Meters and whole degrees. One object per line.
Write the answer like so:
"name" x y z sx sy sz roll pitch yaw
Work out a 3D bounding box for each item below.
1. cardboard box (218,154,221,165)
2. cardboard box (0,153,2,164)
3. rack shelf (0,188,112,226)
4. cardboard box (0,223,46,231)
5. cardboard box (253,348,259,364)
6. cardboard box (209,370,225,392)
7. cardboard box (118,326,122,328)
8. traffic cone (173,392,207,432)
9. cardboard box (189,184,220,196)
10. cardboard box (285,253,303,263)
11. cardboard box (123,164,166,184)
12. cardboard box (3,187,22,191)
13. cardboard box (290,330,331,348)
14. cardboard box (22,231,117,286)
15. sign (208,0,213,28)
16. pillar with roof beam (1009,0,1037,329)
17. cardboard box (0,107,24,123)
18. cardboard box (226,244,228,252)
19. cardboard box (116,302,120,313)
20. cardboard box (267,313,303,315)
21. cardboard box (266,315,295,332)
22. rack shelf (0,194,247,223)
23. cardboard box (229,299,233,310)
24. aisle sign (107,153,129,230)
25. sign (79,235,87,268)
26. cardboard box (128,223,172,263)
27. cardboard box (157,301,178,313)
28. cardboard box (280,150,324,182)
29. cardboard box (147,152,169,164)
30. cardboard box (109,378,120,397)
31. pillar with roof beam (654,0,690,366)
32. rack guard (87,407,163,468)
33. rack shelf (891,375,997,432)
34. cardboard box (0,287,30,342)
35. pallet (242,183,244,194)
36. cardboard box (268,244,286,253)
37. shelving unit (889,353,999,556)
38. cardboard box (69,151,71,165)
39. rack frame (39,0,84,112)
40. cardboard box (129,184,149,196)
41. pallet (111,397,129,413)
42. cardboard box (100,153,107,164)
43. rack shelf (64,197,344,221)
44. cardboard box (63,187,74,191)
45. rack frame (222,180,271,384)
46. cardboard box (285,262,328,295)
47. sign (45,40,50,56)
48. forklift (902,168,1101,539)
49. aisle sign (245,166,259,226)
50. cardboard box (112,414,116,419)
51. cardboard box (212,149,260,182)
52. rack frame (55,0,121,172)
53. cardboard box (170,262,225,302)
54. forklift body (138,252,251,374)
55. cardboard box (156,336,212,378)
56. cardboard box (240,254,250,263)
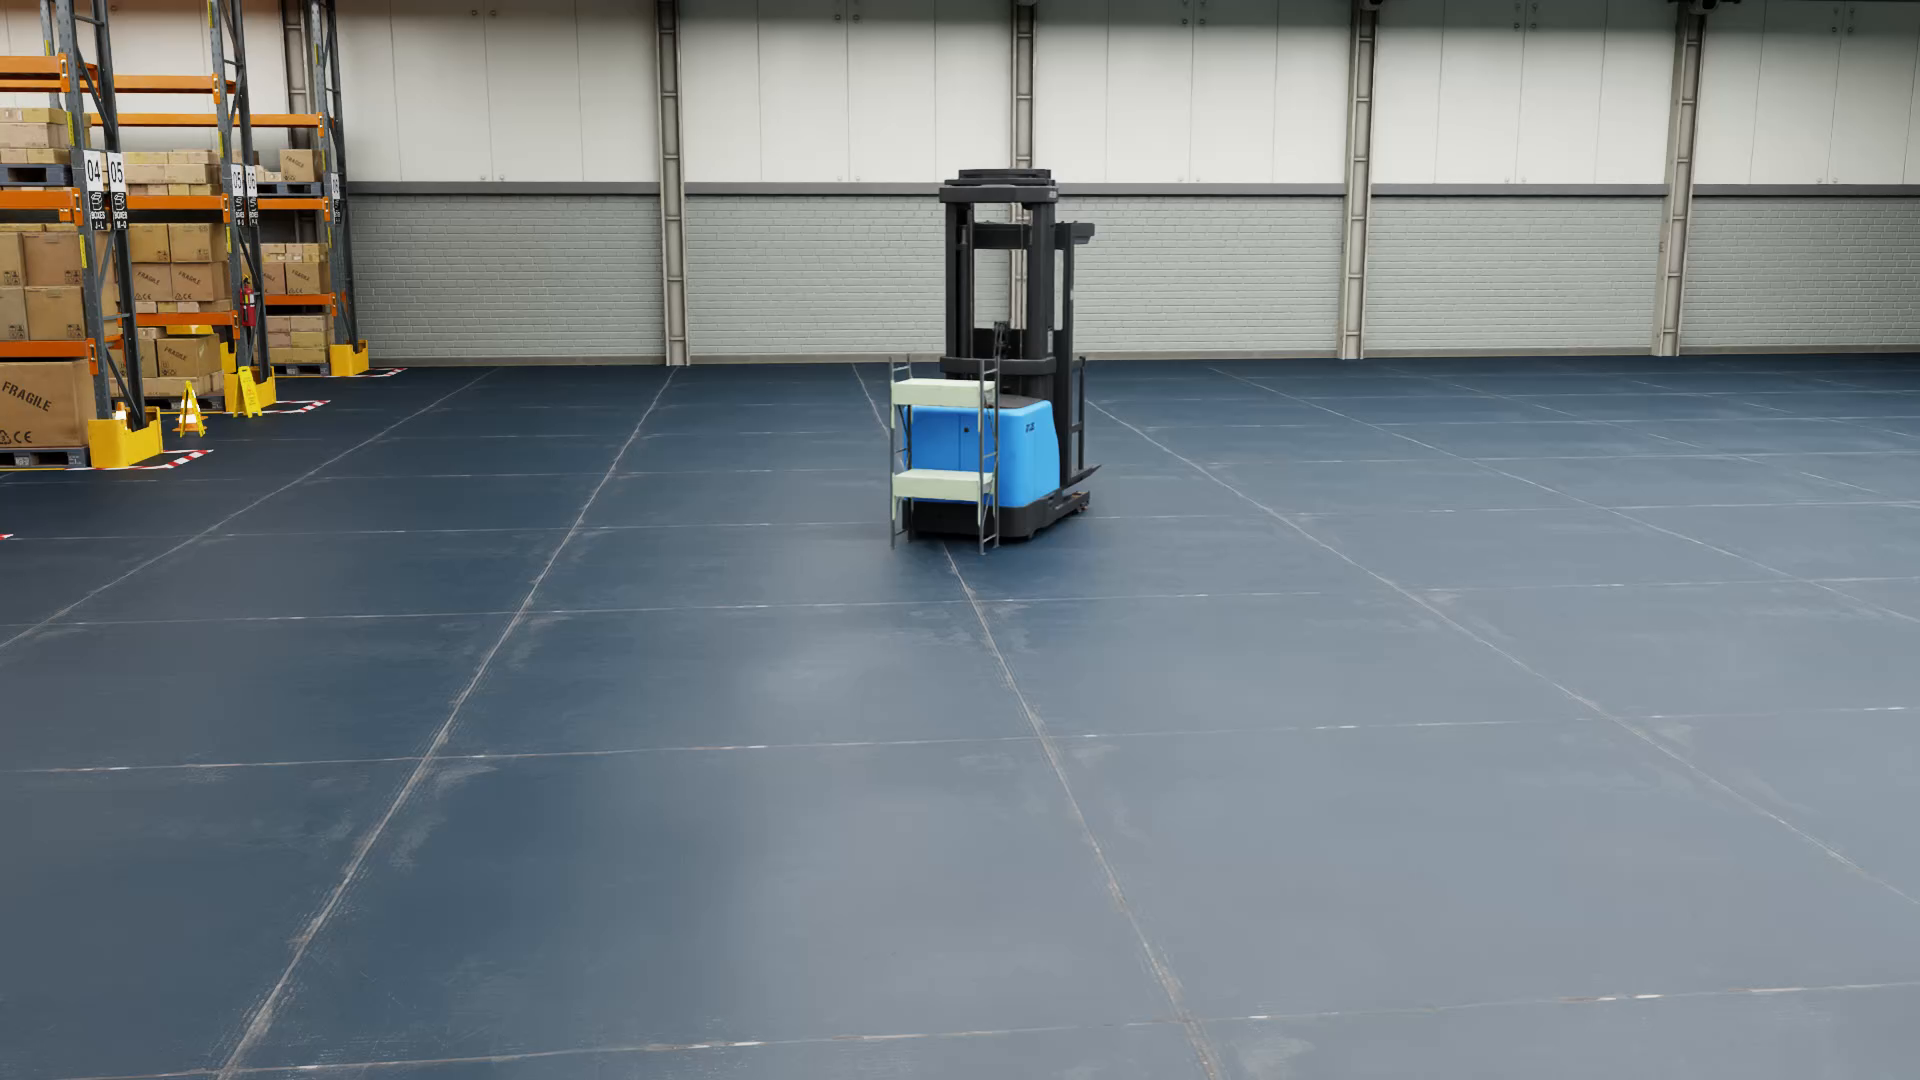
"cardboard box" -9.890 -5.044 22.057 0.250 0.149 0.380 -1 11 -6
"cardboard box" -9.680 -3.846 16.685 0.250 0.149 0.380 -1 11 -5
"rack shelf" -10.868 -3.402 16.988 4.000 0.370 1.077 -1 11 -6
"cardboard box" -12.018 -3.854 21.574 0.500 0.500 0.700 -1 11 -7
"cardboard box" -11.481 -2.994 26.858 0.500 0.250 0.500 -1 11 -5
"cardboard box" -10.347 -2.166 22.647 0.500 0.250 0.500 -1 11 -7
"cardboard box" -11.153 -2.719 21.834 0.250 0.149 0.380 -1 11 -4
"traffic cone" -9.345 -1.566 20.132 0.334 0.463 0.336 -1 11 -6
"cardboard box" -9.839 -4.560 21.662 0.250 0.149 0.380 -1 11 -6
"cardboard box" -10.620 -4.520 26.641 0.250 0.149 0.380 -1 11 -5
"cardboard box" -10.496 -4.747 21.578 0.500 0.250 0.500 -1 11 -7
"cardboard box" -12.134 -4.519 21.455 0.250 0.149 0.380 -2 11 -8
"cardboard box" -10.505 -3.256 26.899 0.500 0.250 0.500 -1 11 -7
"cardboard box" -9.253 -2.928 17.300 0.550 0.550 0.875 -1 11 -6
"sign" -9.475 -6.645 21.010 0.005 0.325 0.100 -1 11 -6
"pillar with roof beam" 1.550 -6.751 24.378 0.548 9.000 9.100 -1 11 -6
"cardboard box" -9.427 -4.243 16.636 0.250 0.149 0.380 -1 11 -6
"cardboard box" -11.646 -4.644 26.502 0.250 0.149 0.380 -1 11 -5
"cardboard box" -11.128 -3.060 21.810 0.250 0.149 0.380 -1 11 -7
"cardboard box" -11.049 -3.587 27.285 0.500 0.250 0.500 -1 11 -6
"cardboard box" -10.986 -3.491 26.795 0.500 0.250 0.500 -1 11 -5
"rack shelf" -11.503 -4.350 21.806 4.000 0.370 1.077 -1 11 -6
"cardboard box" -9.875 -3.182 22.428 0.250 0.149 0.380 -1 11 -6
"aisle sign" -8.842 -3.660 17.469 0.004 0.787 0.394 -1 11 -6
"sign" -8.835 -2.905 16.755 0.005 0.325 0.100 -1 11 -6
"cardboard box" -10.503 -3.896 21.790 0.500 0.500 0.700 -1 11 -6
"cardboard box" -10.361 -3.073 21.872 0.250 0.149 0.380 -1 11 -7
"cardboard box" -10.468 -5.944 26.446 0.500 0.500 0.500 -1 11 -4
"cardboard box" -10.332 -4.942 21.537 0.250 0.149 0.380 -1 11 -7
"cardboard box" -11.325 -2.040 22.006 0.500 0.250 0.500 -2 11 -8
"pillar with roof beam" -4.414 -6.626 23.742 0.548 9.000 9.100 -1 11 -6
"rack guard" -8.856 -1.099 17.664 0.348 0.500 1.175 -1 11 -6
"rack shelf" -0.119 -1.054 12.819 0.720 0.370 0.431 4 12 20
"cardboard box" -9.788 -2.367 17.242 0.550 0.550 0.875 -1 11 -6
"pallet" -11.976 -5.617 26.617 1.213 0.211 1.003 -1 11 -6
"cardboard box" -10.887 -4.668 26.624 0.250 0.149 0.380 -1 11 -5
"shelving unit" -0.119 -0.671 12.894 0.755 1.500 0.431 4 12 20
"cardboard box" -9.255 -3.983 17.381 0.250 0.149 0.380 -1 11 -6
"rack frame" -14.031 -7.085 26.077 0.127 3.000 1.000 -1 11 -6
"cardboard box" -10.610 -4.557 21.647 0.250 0.149 0.380 -1 11 -6
"pallet" -11.612 -1.868 22.321 1.213 0.211 1.003 -1 11 -6
"cardboard box" -11.096 -4.942 21.539 0.250 0.149 0.380 -2 11 -8
"rack shelf" -12.043 -5.301 26.648 4.000 0.370 1.077 -1 11 -6
"cardboard box" -11.362 -4.519 21.456 0.250 0.149 0.380 -1 11 -7
"rack frame" -9.515 -3.272 22.238 0.127 3.000 1.000 -1 11 -6
"cardboard box" -10.516 -4.213 26.761 0.500 0.500 0.500 -1 11 -7
"sign" -13.961 -7.478 25.451 0.005 0.325 0.100 -1 11 -6
"forklift" 0.511 -1.691 14.370 1.130 2.935 3.031 4 12 20
"aisle sign" -9.487 -4.609 22.296 0.004 0.787 0.394 -1 11 -6
"cardboard box" -10.599 -1.459 20.404 0.250 0.149 0.380 5 12 23
"cardboard box" -11.497 -5.942 26.435 0.500 0.500 0.700 -1 11 -6
"rack frame" -8.880 -5.269 16.841 0.127 3.000 1.000 -1 11 -6
"cardboard box" -10.025 -3.403 21.873 0.500 0.500 0.500 -1 11 -7
"forklift body" -11.743 -3.418 25.181 1.214 2.155 2.313 -1 11 -6
"cardboard box" -10.283 -2.431 22.051 0.500 0.500 0.500 -1 11 -6
"cardboard box" -11.393 -4.508 26.584 0.250 0.149 0.380 -2 11 -8
